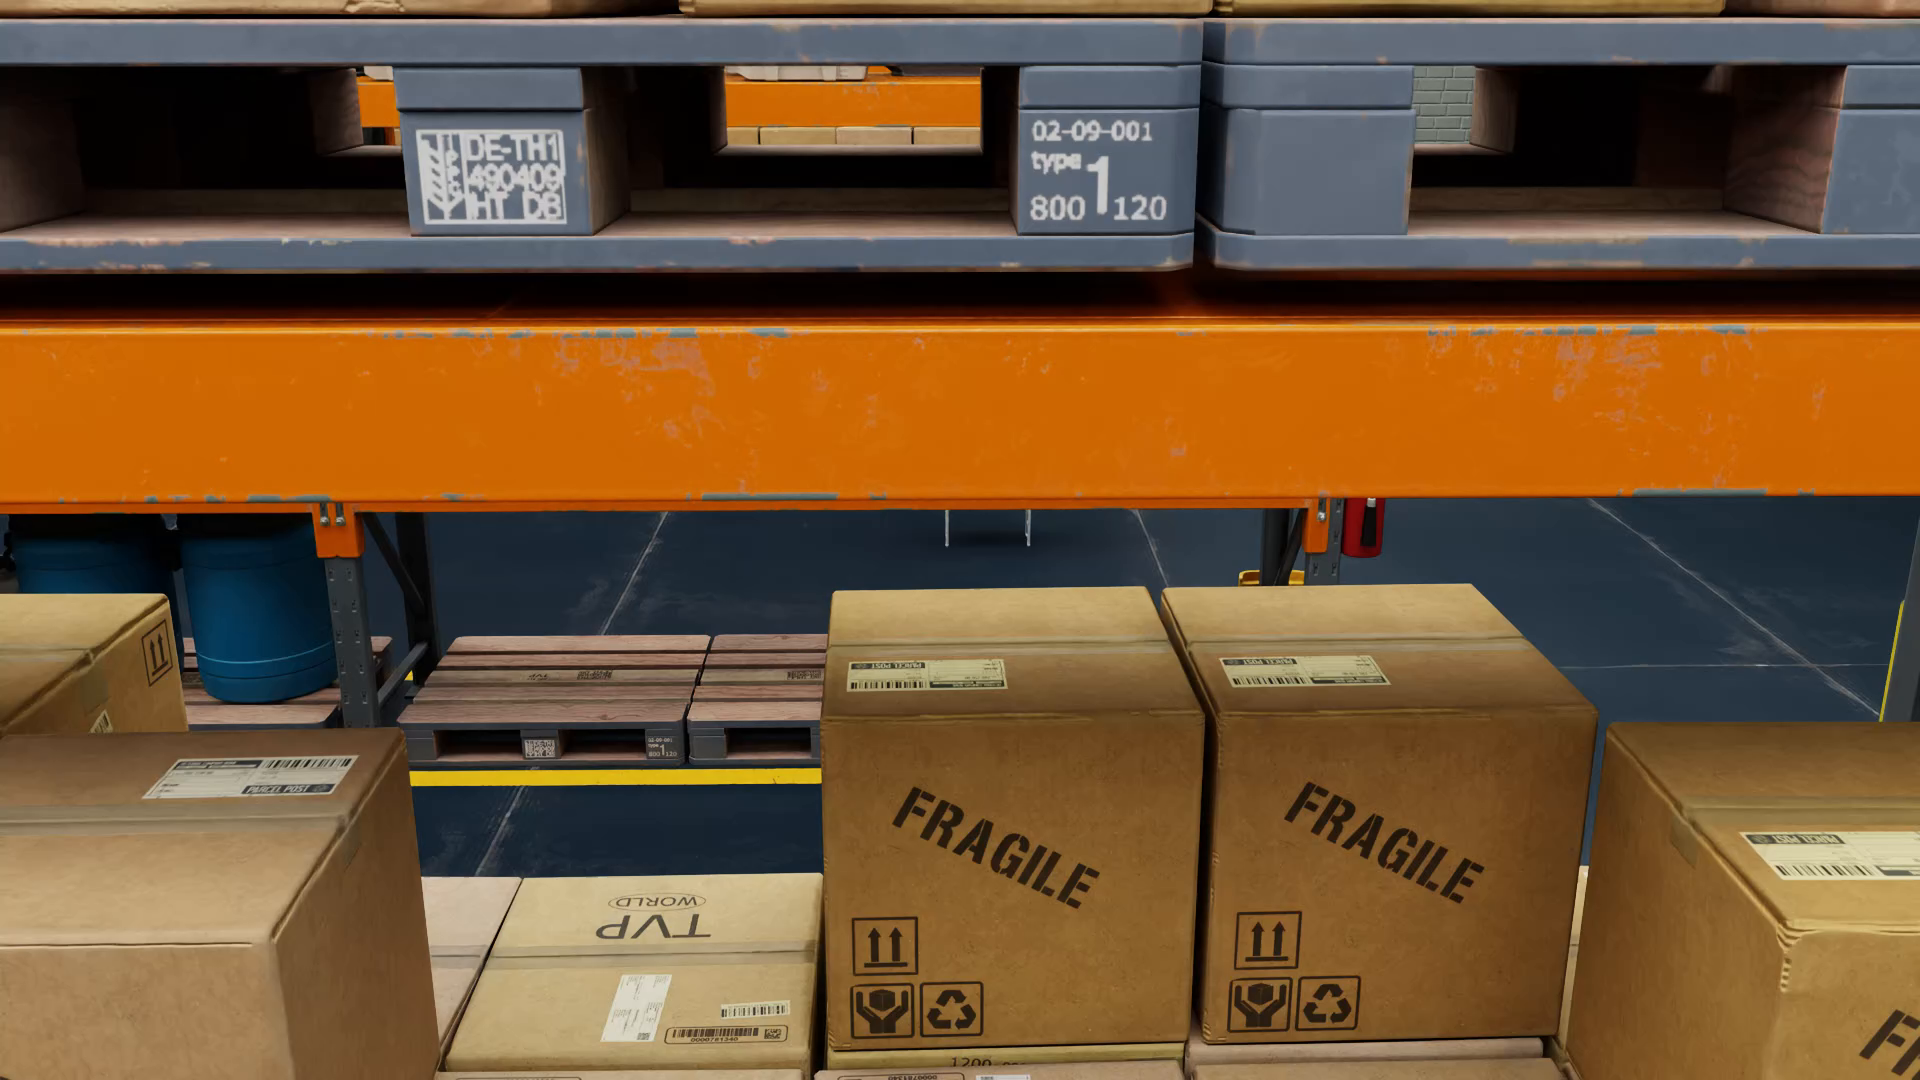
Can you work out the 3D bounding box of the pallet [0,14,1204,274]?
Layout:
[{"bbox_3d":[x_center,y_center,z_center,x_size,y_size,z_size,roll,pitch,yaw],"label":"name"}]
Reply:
[{"bbox_3d":[-0.404,-0.483,1.878,1.213,0.211,1.003,0,18,-1],"label":"pallet"}]

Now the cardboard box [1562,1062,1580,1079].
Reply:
[{"bbox_3d":[1.081,0.902,2.082,0.500,0.250,0.500,-1,18,-2],"label":"cardboard box"}]

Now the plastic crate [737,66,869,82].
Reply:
[{"bbox_3d":[-0.579,-1.840,6.395,0.530,0.136,0.437,0,18,-1],"label":"plastic crate"}]

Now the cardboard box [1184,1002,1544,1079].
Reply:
[{"bbox_3d":[0.557,0.743,2.578,0.500,0.250,0.500,0,18,-2],"label":"cardboard box"}]

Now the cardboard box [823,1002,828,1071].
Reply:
[{"bbox_3d":[-0.337,0.918,2.688,0.250,0.149,0.380,-1,18,-2],"label":"cardboard box"}]

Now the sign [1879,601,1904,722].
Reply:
[{"bbox_3d":[1.558,0.270,2.749,0.005,0.325,0.100,0,18,-1],"label":"sign"}]

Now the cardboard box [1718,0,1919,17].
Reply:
[{"bbox_3d":[1.042,-0.815,1.753,0.500,0.500,0.700,-1,18,-4],"label":"cardboard box"}]

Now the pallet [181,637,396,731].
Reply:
[{"bbox_3d":[-3.289,0.715,7.474,1.213,0.211,1.003,0,18,-1],"label":"pallet"}]

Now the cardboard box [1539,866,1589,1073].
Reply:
[{"bbox_3d":[1.077,0.739,2.592,0.500,0.250,0.500,-1,18,-2],"label":"cardboard box"}]

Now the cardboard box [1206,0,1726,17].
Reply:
[{"bbox_3d":[0.477,-0.849,1.859,0.500,0.500,0.700,-1,18,-3],"label":"cardboard box"}]

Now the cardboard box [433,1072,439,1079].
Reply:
[{"bbox_3d":[-0.949,0.911,2.056,0.500,0.250,0.500,0,18,1],"label":"cardboard box"}]

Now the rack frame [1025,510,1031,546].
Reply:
[{"bbox_3d":[0.409,-0.573,9.870,0.015,1.200,0.240,0,18,-1],"label":"rack frame"}]

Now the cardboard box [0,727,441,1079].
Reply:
[{"bbox_3d":[-0.943,0.553,1.944,0.500,0.500,0.500,-1,18,-3],"label":"cardboard box"}]

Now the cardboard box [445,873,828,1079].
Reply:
[{"bbox_3d":[-0.467,0.749,2.561,0.500,0.250,0.500,-1,18,-2],"label":"cardboard box"}]

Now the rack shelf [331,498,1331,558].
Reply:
[{"bbox_3d":[-0.517,-0.271,7.160,4.000,0.370,1.077,0,18,-1],"label":"rack shelf"}]

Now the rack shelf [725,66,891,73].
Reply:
[{"bbox_3d":[-0.592,-3.212,11.418,4.000,0.370,1.077,0,18,-1],"label":"rack shelf"}]

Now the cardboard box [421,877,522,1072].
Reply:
[{"bbox_3d":[-0.974,0.750,2.557,0.500,0.250,0.500,0,18,0],"label":"cardboard box"}]

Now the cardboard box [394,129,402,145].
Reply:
[{"bbox_3d":[-5.163,-3.735,16.098,0.500,0.500,0.500,0,18,-1],"label":"cardboard box"}]

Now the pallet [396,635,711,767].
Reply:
[{"bbox_3d":[-1.782,0.708,7.494,1.213,0.211,1.003,0,18,-1],"label":"pallet"}]

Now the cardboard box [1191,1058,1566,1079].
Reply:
[{"bbox_3d":[0.573,0.905,2.075,0.500,0.250,0.500,-1,18,-2],"label":"cardboard box"}]

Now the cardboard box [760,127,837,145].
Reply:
[{"bbox_3d":[-1.086,-2.562,11.323,0.500,0.500,0.500,-1,18,-2],"label":"cardboard box"}]

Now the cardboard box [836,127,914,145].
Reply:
[{"bbox_3d":[-0.569,-2.565,11.332,0.500,0.500,0.500,0,18,1],"label":"cardboard box"}]

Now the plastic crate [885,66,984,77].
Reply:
[{"bbox_3d":[-0.049,-2.099,6.871,0.767,0.338,0.504,0,18,-1],"label":"plastic crate"}]

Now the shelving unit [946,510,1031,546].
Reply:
[{"bbox_3d":[0.166,-0.572,9.867,0.503,1.200,0.258,0,18,-1],"label":"shelving unit"}]

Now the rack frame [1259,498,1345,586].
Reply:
[{"bbox_3d":[1.483,-0.623,7.080,0.127,3.000,1.000,0,18,-1],"label":"rack frame"}]

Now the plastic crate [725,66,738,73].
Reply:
[{"bbox_3d":[-0.738,-2.079,6.901,0.530,0.282,0.437,0,18,-1],"label":"plastic crate"}]

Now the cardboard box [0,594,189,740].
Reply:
[{"bbox_3d":[-1.482,0.396,2.433,0.500,0.500,0.500,0,18,0],"label":"cardboard box"}]

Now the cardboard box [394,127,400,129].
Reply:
[{"bbox_3d":[-5.177,-4.096,15.996,0.500,0.250,0.500,0,18,0],"label":"cardboard box"}]

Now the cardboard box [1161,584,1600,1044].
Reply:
[{"bbox_3d":[0.577,0.384,2.470,0.500,0.500,0.500,-1,18,-2],"label":"cardboard box"}]

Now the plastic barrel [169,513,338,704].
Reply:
[{"bbox_3d":[-3.061,0.192,7.285,0.708,0.901,0.600,0,18,-1],"label":"plastic barrel"}]

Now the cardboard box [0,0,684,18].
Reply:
[{"bbox_3d":[-0.594,-0.797,1.697,0.500,0.500,0.700,1,18,2],"label":"cardboard box"}]

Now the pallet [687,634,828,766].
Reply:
[{"bbox_3d":[-0.559,0.701,7.515,1.213,0.211,1.003,0,18,-1],"label":"pallet"}]

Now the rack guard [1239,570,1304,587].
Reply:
[{"bbox_3d":[1.507,0.563,7.475,0.348,0.500,1.175,0,18,-1],"label":"rack guard"}]

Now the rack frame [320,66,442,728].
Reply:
[{"bbox_3d":[-2.517,-0.604,7.020,0.127,3.000,1.000,0,18,-1],"label":"rack frame"}]

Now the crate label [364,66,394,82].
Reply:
[{"bbox_3d":[-2.023,-1.821,6.335,0.466,0.136,0.293,0,18,-1],"label":"crate label"}]

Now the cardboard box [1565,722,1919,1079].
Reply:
[{"bbox_3d":[1.078,0.545,1.970,0.500,0.500,0.500,0,18,0],"label":"cardboard box"}]

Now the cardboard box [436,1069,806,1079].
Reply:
[{"bbox_3d":[-0.456,0.911,2.056,0.500,0.250,0.500,0,18,-1],"label":"cardboard box"}]

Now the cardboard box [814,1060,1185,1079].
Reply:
[{"bbox_3d":[0.064,0.907,2.067,0.500,0.250,0.500,-1,18,-3],"label":"cardboard box"}]

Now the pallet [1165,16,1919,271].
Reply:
[{"bbox_3d":[0.819,-0.490,1.899,1.213,0.211,1.003,0,18,-1],"label":"pallet"}]

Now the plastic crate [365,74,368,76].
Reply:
[{"bbox_3d":[-2.098,-2.026,6.889,0.662,0.188,0.450,0,18,-1],"label":"plastic crate"}]

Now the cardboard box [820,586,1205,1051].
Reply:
[{"bbox_3d":[0.059,0.389,2.457,0.500,0.500,0.500,-1,18,-2],"label":"cardboard box"}]

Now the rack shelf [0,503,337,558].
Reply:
[{"bbox_3d":[-4.517,-0.252,7.100,4.000,0.370,1.077,0,18,-1],"label":"rack shelf"}]

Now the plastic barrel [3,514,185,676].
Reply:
[{"bbox_3d":[-3.769,0.196,7.274,0.708,0.901,0.600,0,18,-1],"label":"plastic barrel"}]

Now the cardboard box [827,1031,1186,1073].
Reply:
[{"bbox_3d":[0.055,0.745,2.574,0.500,0.250,0.500,-1,18,-3],"label":"cardboard box"}]

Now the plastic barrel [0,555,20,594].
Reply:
[{"bbox_3d":[-4.335,0.357,7.410,0.421,0.512,0.421,0,18,0],"label":"plastic barrel"}]

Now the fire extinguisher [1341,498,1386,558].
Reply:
[{"bbox_3d":[1.641,-0.271,6.719,0.183,0.674,0.296,0,18,-1],"label":"fire extinguisher"}]

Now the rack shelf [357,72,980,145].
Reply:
[{"bbox_3d":[-0.517,-1.700,6.702,4.000,0.370,1.077,0,18,-1],"label":"rack shelf"}]

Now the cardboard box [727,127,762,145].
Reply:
[{"bbox_3d":[-1.600,-2.560,11.316,0.500,0.500,0.500,-1,18,-3],"label":"cardboard box"}]

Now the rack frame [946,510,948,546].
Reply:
[{"bbox_3d":[-0.078,-0.571,9.863,0.015,1.200,0.240,0,18,-1],"label":"rack frame"}]

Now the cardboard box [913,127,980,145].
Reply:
[{"bbox_3d":[-0.056,-2.567,11.339,0.500,0.500,0.500,0,18,1],"label":"cardboard box"}]

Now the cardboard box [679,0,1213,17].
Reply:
[{"bbox_3d":[-0.039,-0.832,1.806,0.500,0.500,0.700,-1,18,-5],"label":"cardboard box"}]
